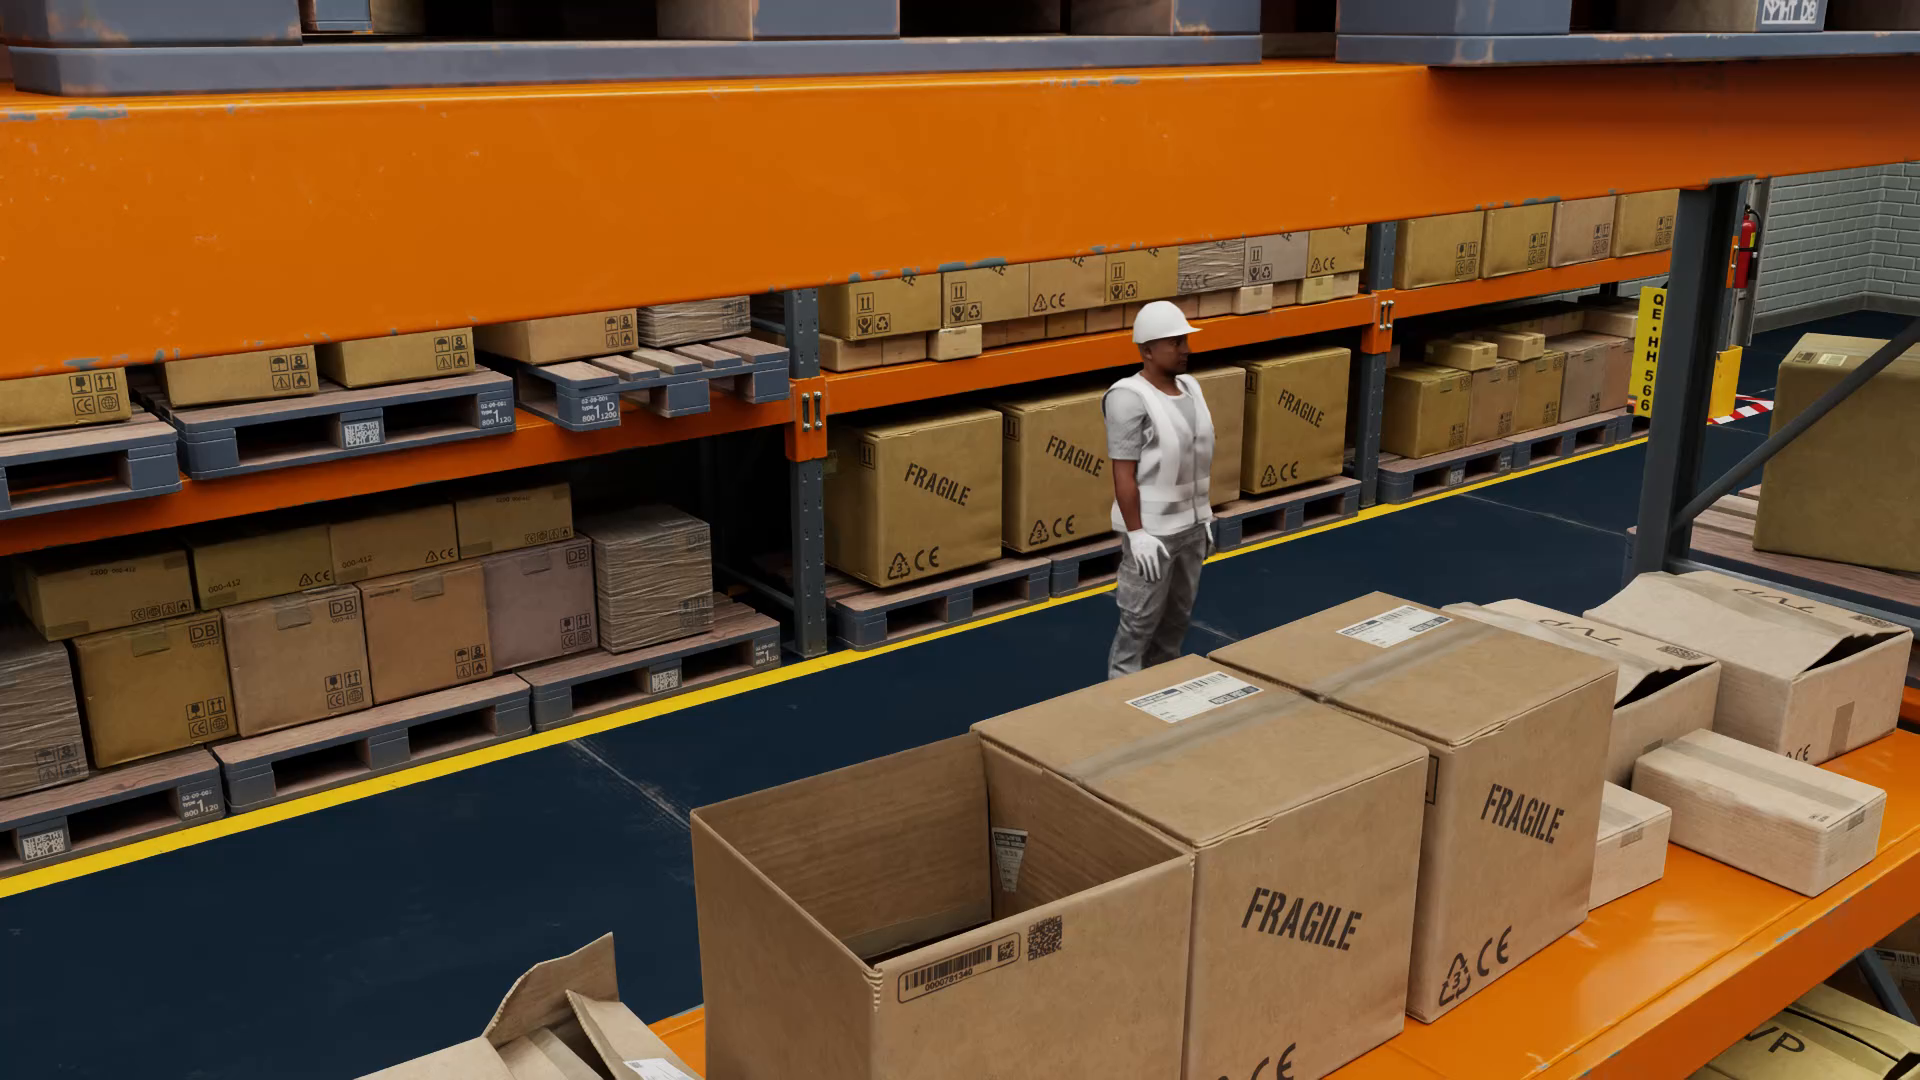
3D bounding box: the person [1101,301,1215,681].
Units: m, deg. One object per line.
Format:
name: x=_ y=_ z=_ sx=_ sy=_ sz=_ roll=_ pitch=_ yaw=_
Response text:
person: x=0.813 y=-0.048 z=6.584 sx=0.385 sy=1.787 sz=0.558 roll=15 pitch=23 yaw=40
